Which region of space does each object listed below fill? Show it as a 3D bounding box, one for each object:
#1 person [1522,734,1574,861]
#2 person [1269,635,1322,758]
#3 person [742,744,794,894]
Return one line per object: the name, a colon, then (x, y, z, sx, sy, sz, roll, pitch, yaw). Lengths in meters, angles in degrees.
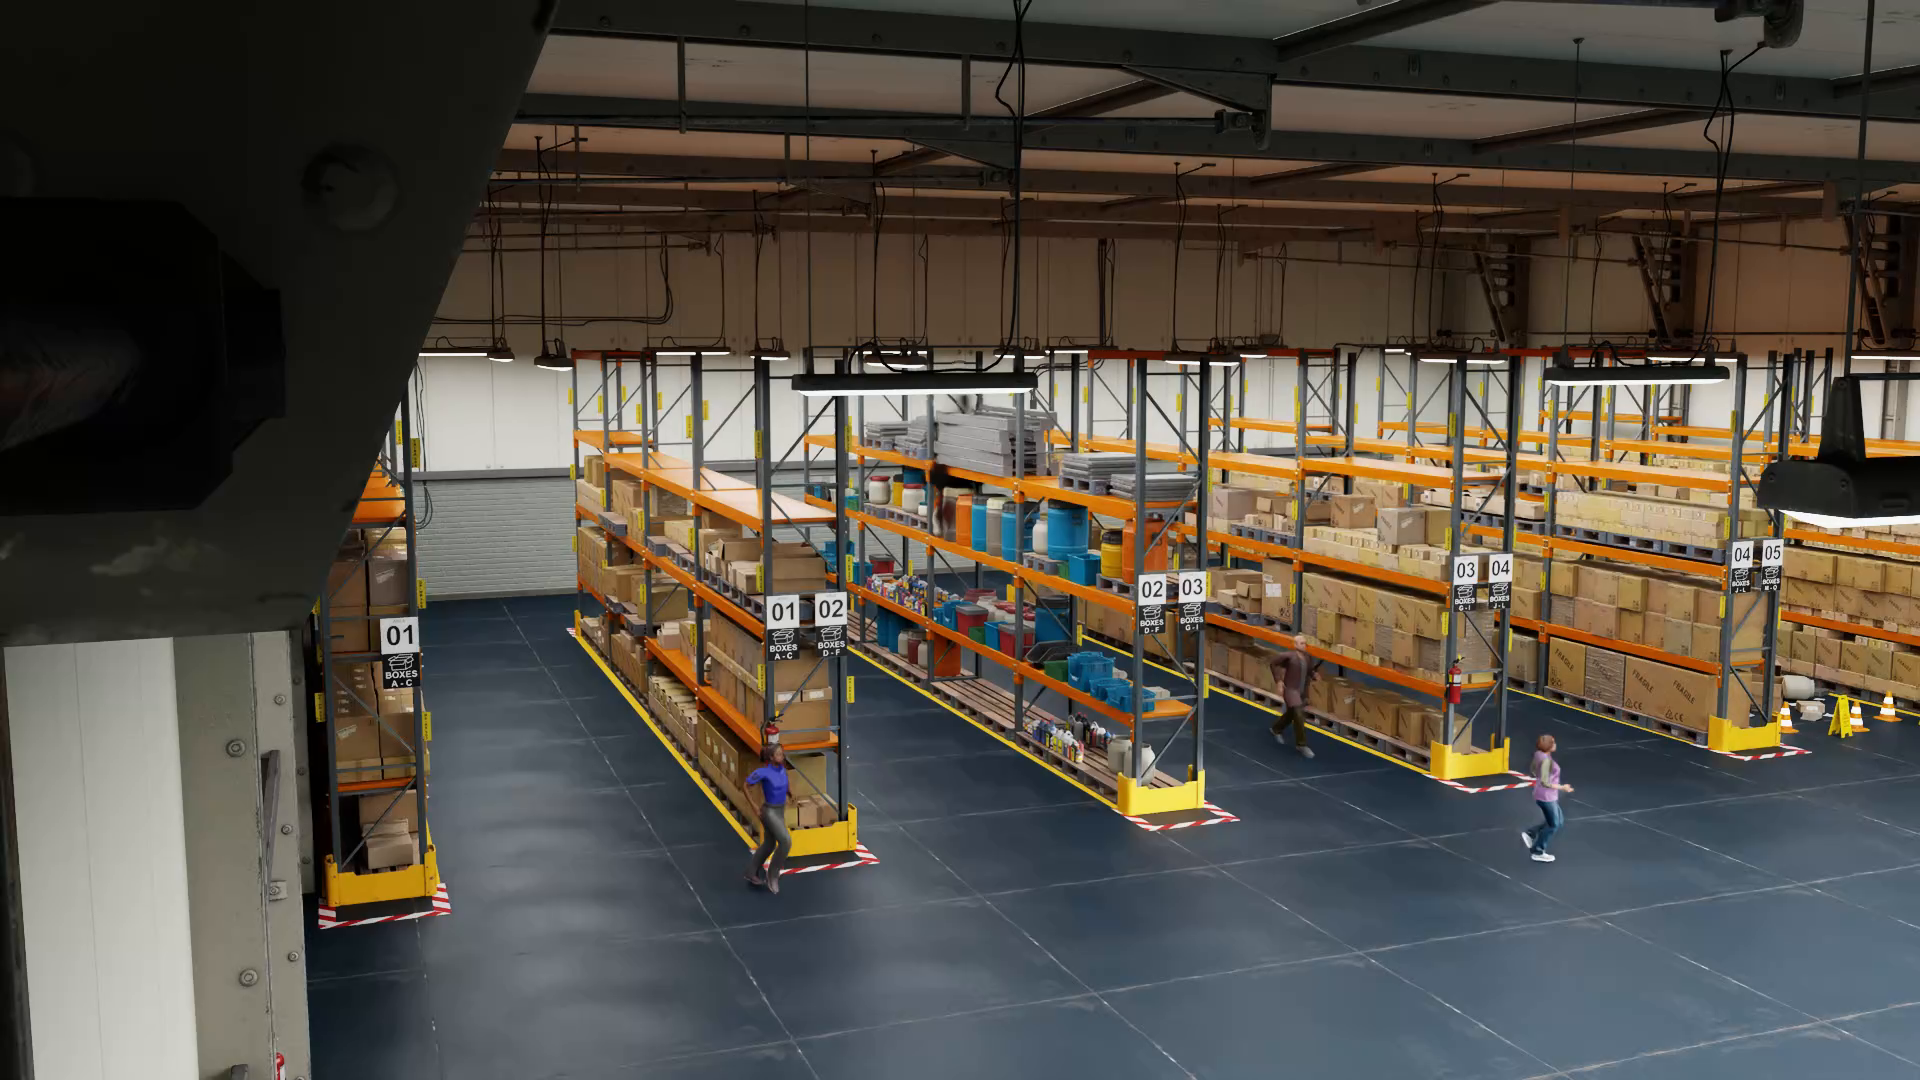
person: (7.048, 3.087, 19.941, 0.551, 1.552, 0.530, 2, 7, 13)
person: (5.049, 2.319, 25.231, 0.649, 1.804, 1.026, -5, 9, -36)
person: (-2.151, 3.173, 19.061, 0.657, 1.663, 0.580, 3, 8, 20)
